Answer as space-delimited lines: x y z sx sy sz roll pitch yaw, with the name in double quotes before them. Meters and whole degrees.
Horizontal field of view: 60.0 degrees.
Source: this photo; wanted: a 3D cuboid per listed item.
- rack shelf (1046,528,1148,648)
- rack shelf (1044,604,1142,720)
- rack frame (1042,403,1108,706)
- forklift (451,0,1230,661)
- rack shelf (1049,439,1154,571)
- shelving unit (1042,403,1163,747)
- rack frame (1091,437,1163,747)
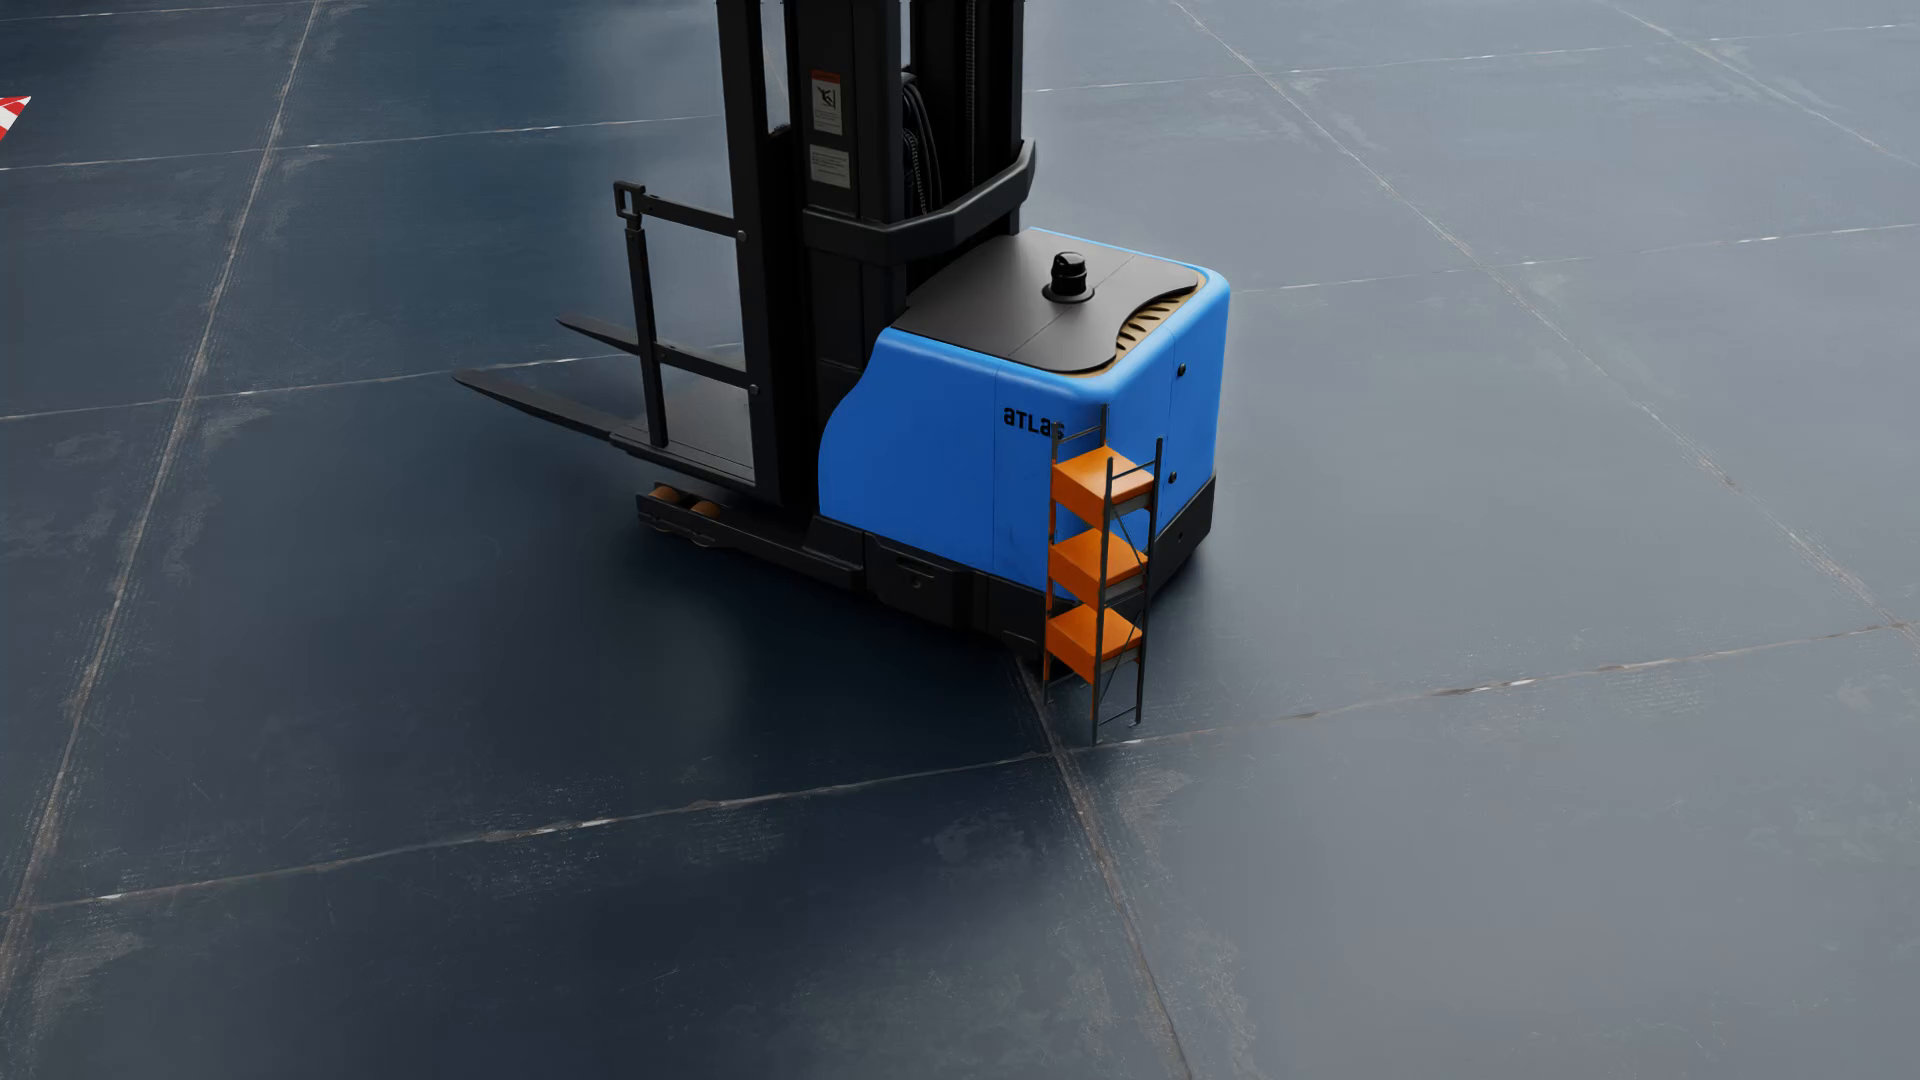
"rack shelf" 0.421 0.131 5.044 0.215 0.259 0.240 -22 40 -29
"rack shelf" 0.421 0.362 5.199 0.215 0.259 0.240 -22 40 -29
"rack frame" 0.349 0.067 5.121 0.200 1.050 0.008 -22 40 -29
"forklift" -0.605 -1.421 5.650 3.031 2.935 1.130 19 38 26
"rack shelf" 0.421 -0.105 4.886 0.215 0.259 0.240 -22 40 -29
"shelving unit" 0.421 0.122 5.038 0.215 1.050 0.252 -22 40 -29
"rack frame" 0.492 0.177 4.956 0.200 1.050 0.008 -22 40 -29
